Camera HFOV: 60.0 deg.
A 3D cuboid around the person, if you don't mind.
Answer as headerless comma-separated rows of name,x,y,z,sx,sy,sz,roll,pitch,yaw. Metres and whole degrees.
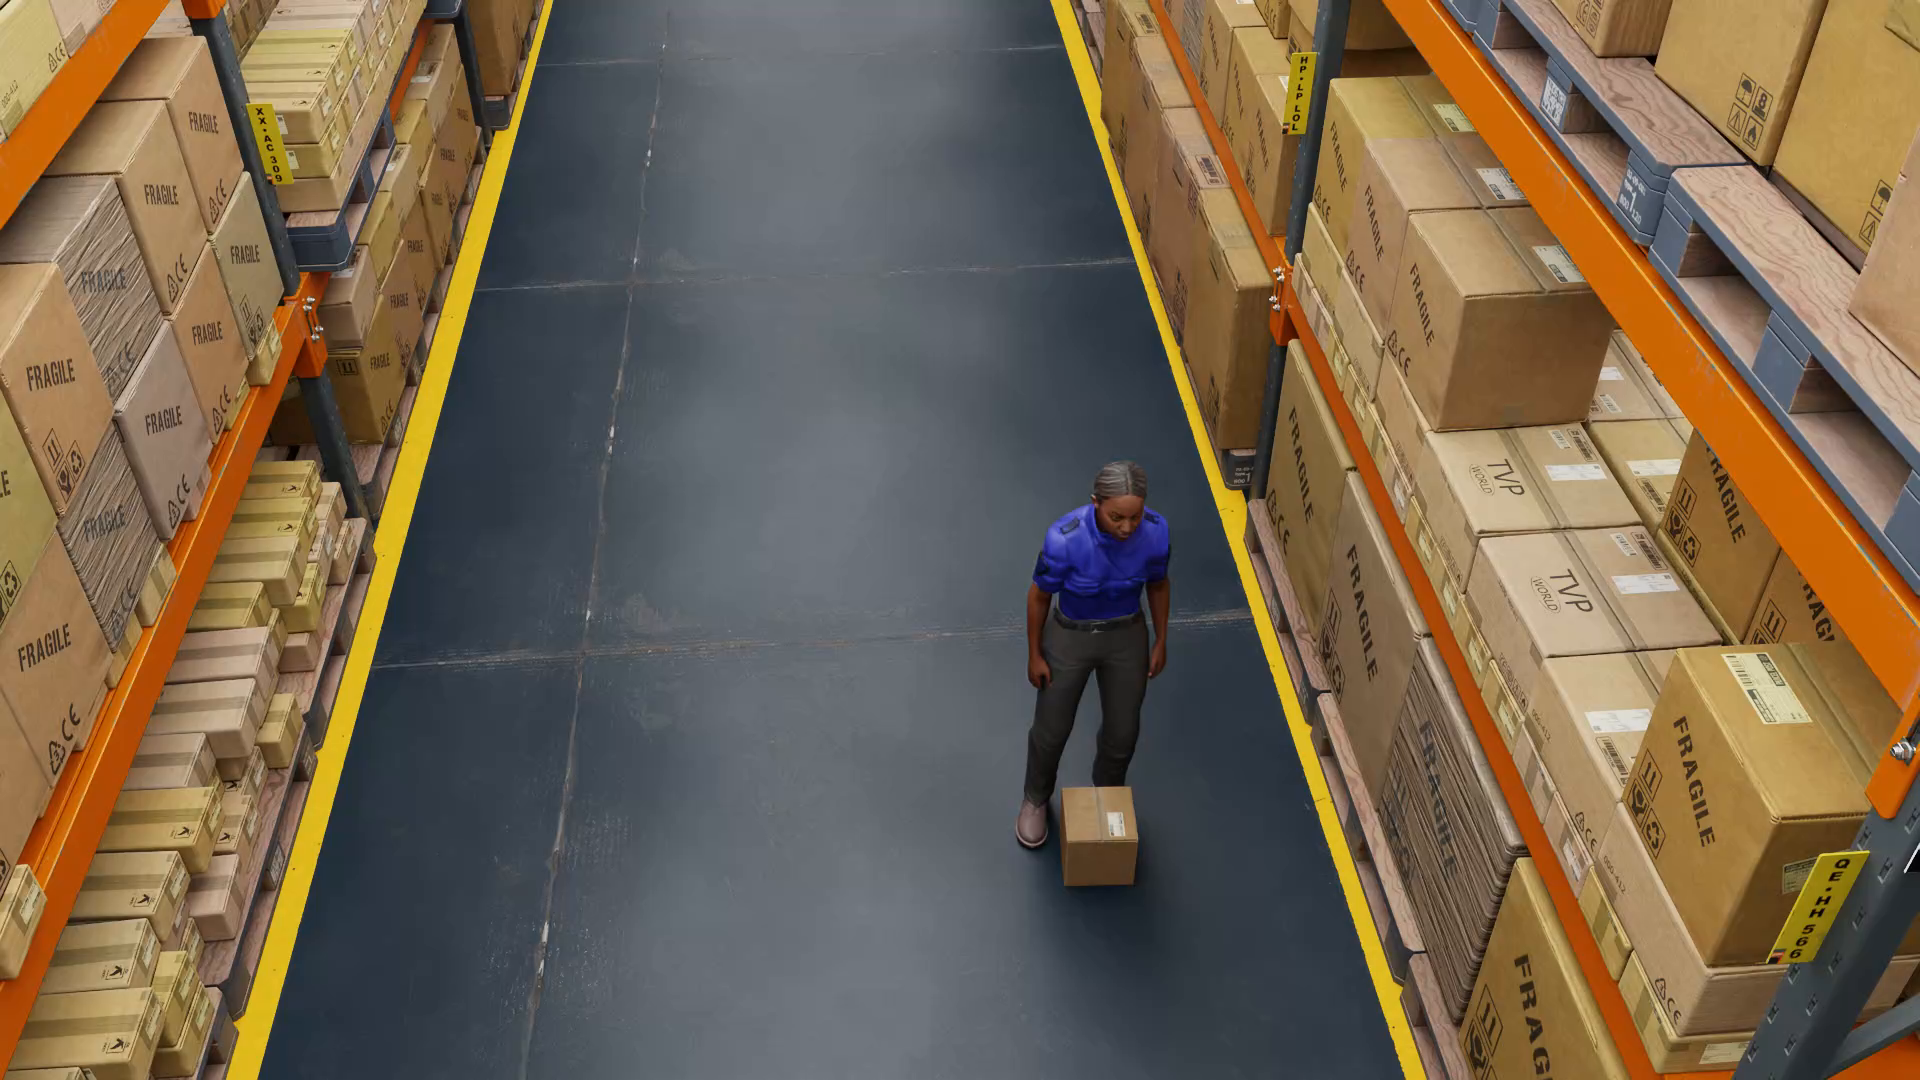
person,0.457,0.372,5.705,0.533,1.654,0.352,-5,40,-7
